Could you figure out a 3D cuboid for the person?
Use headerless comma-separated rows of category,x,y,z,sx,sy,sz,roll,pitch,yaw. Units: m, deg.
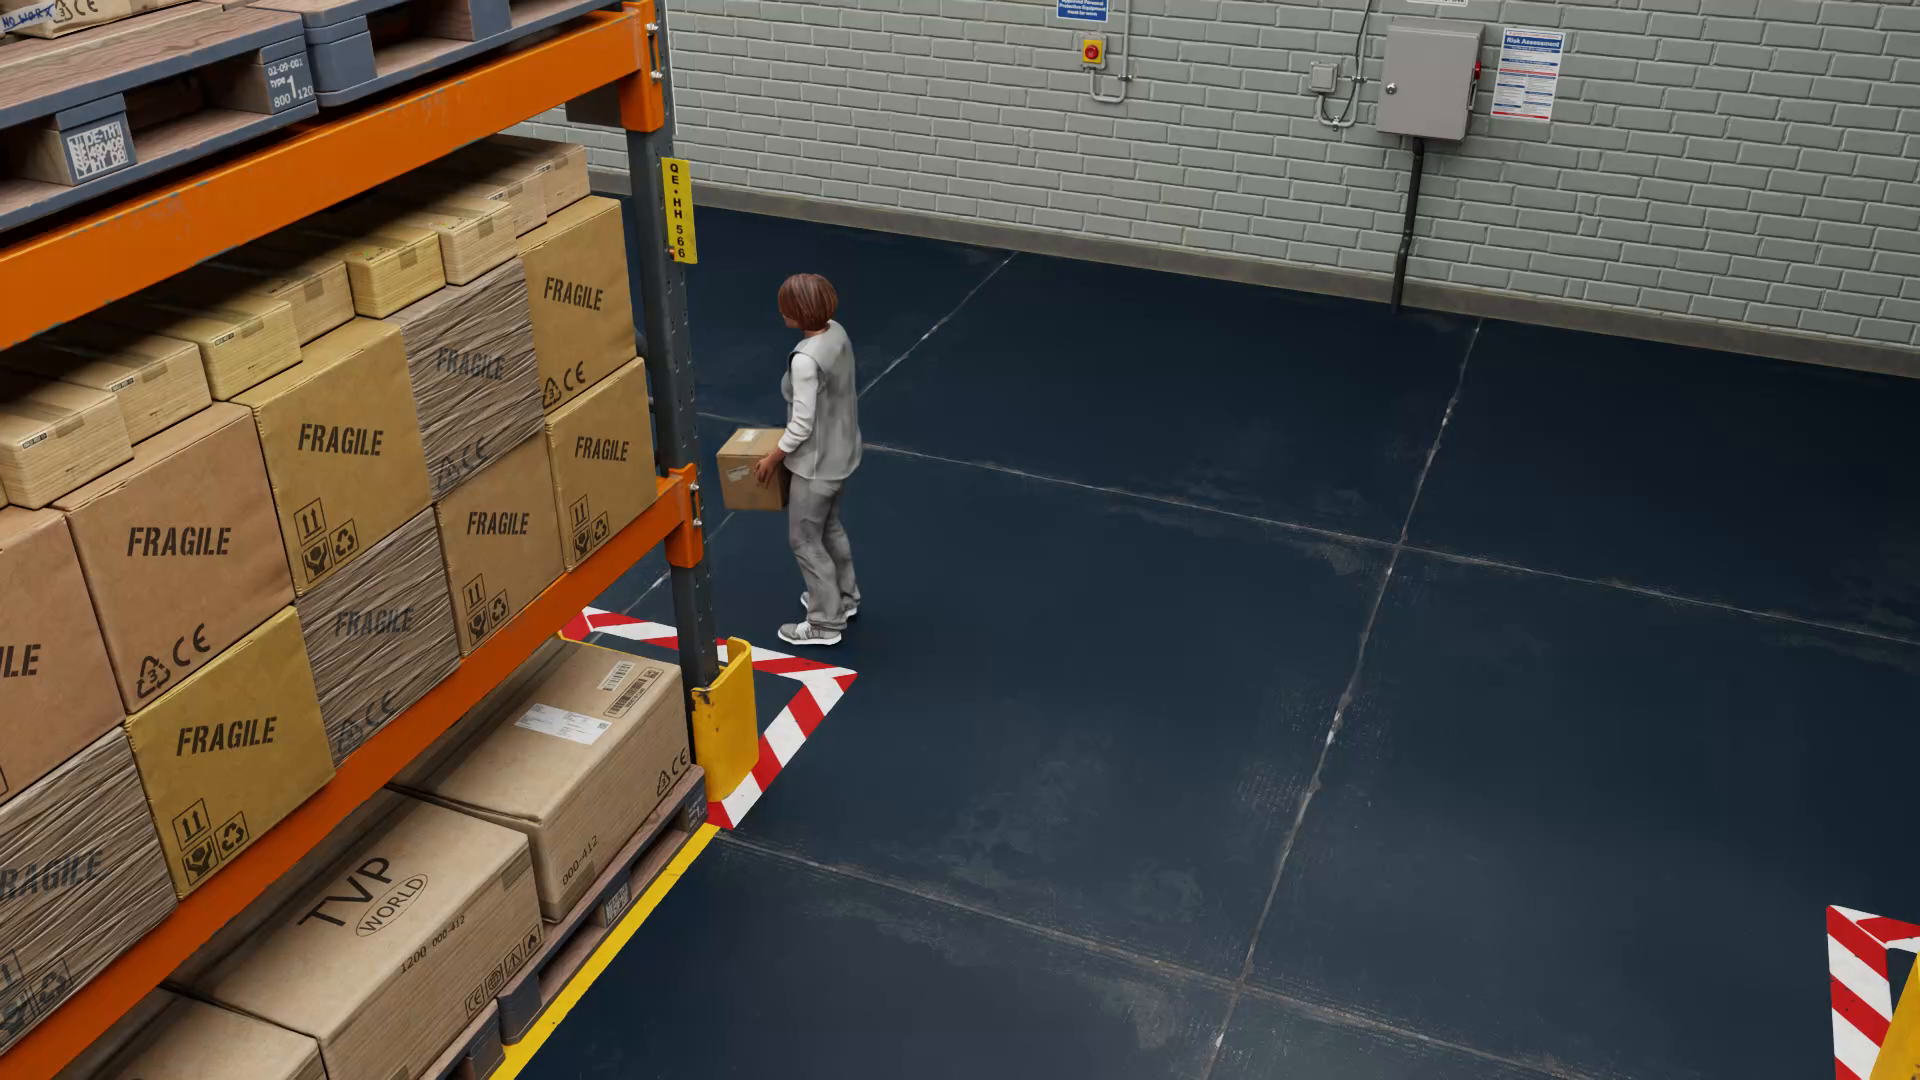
person,-0.596,-0.319,6.681,0.384,1.602,0.444,7,31,13
